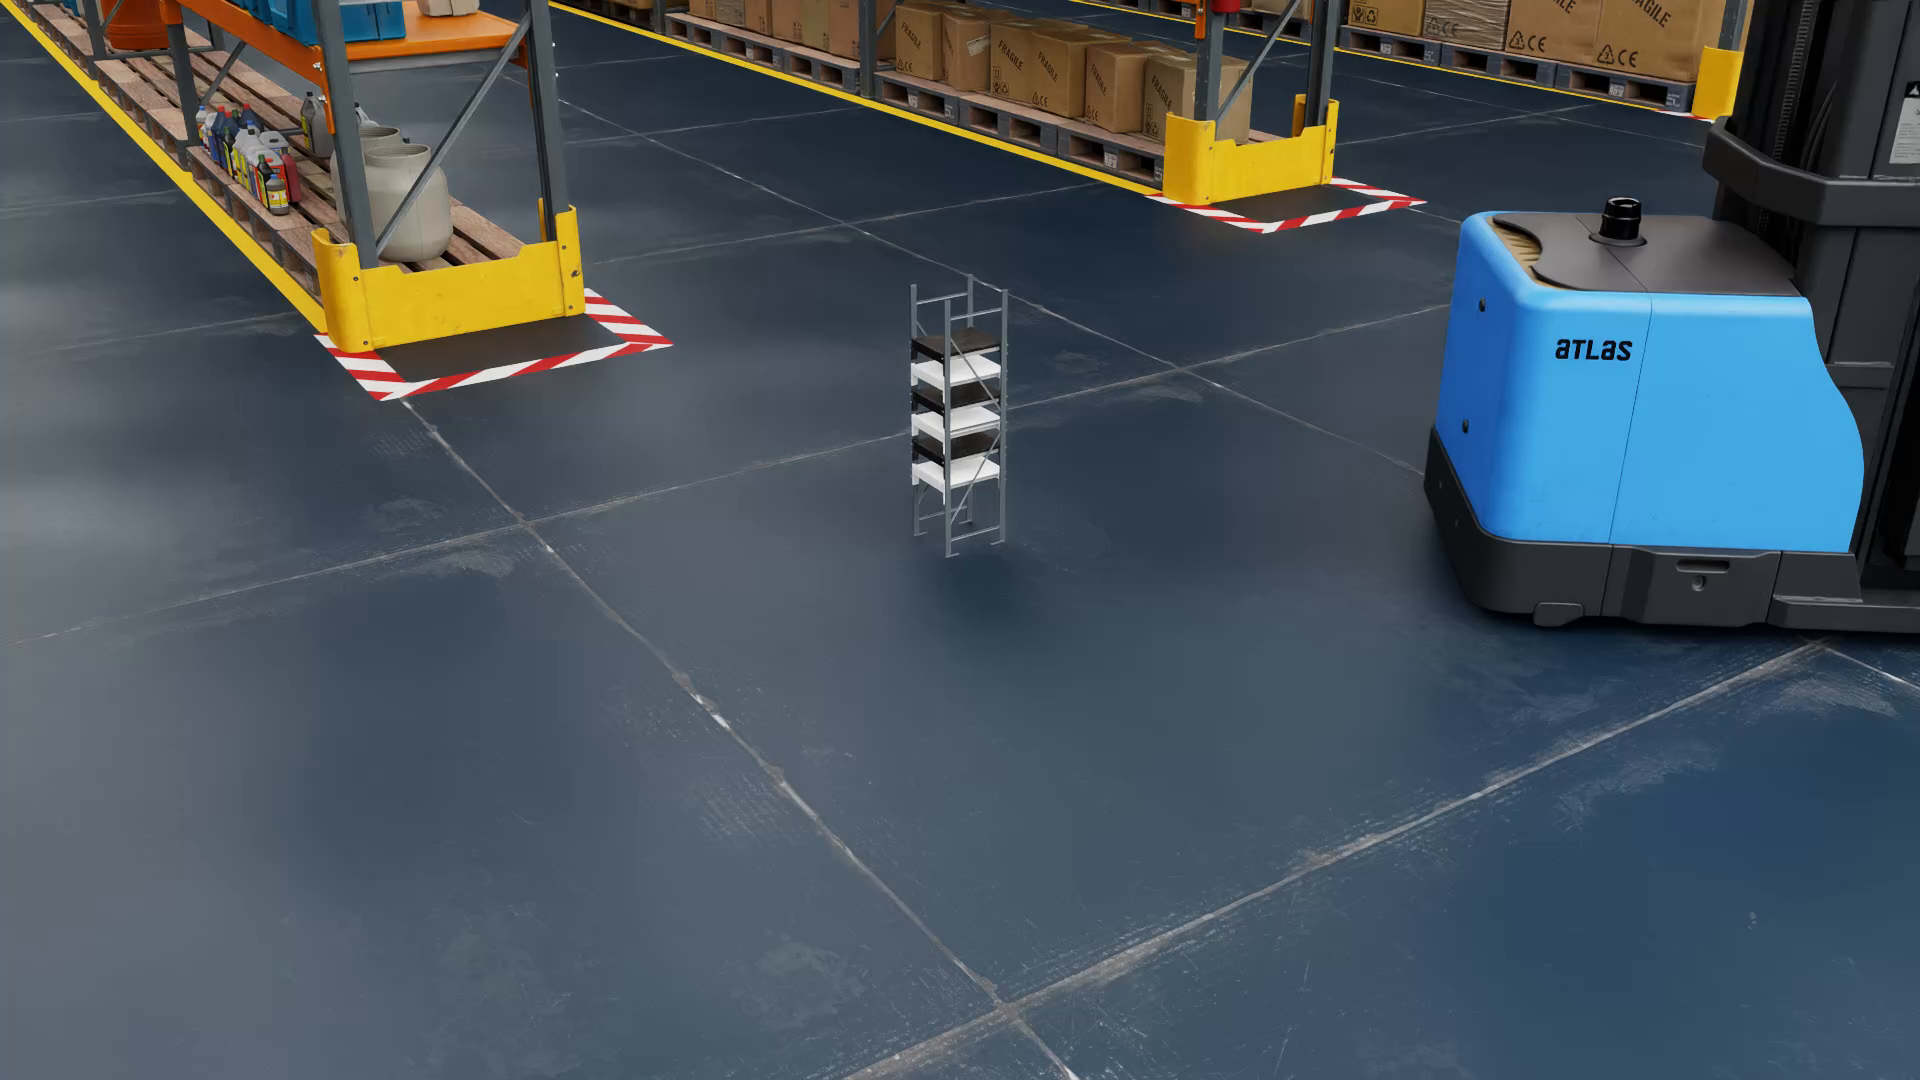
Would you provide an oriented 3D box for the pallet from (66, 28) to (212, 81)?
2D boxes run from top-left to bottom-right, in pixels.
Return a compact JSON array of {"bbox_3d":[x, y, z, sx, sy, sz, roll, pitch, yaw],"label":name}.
[{"bbox_3d":[-7.137,-4.248,14.500,1.003,0.211,1.213,-16,29,-30],"label":"pallet"}]

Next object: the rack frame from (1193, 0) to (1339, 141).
[{"bbox_3d":[1.845,-3.529,9.712,1.000,3.000,0.127,-16,29,-30],"label":"rack frame"}]

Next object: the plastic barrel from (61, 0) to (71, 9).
[{"bbox_3d":[-8.573,-5.709,16.297,0.600,0.901,0.708,-16,29,-30],"label":"plastic barrel"}]

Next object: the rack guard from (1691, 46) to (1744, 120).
[{"bbox_3d":[6.069,-3.510,12.599,1.175,0.500,0.348,-16,29,-30],"label":"rack guard"}]

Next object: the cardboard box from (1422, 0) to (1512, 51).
[{"bbox_3d":[4.653,-4.746,14.286,0.875,0.875,0.875,-15,29,-29],"label":"cardboard box"}]

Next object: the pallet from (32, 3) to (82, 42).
[{"bbox_3d":[-8.469,-5.120,16.349,1.003,0.211,1.213,-16,29,-30],"label":"pallet"}]

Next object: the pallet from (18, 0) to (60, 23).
[{"bbox_3d":[-9.289,-5.660,17.492,1.003,0.211,1.213,-16,29,-30],"label":"pallet"}]

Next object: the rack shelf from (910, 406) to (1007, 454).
[{"bbox_3d":[-0.004,-0.380,5.578,0.258,0.077,0.200,-16,29,-30],"label":"rack shelf"}]

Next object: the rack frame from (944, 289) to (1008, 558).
[{"bbox_3d":[0.051,-0.373,5.487,0.240,0.900,0.006,-16,29,-30],"label":"rack frame"}]

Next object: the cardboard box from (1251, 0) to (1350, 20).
[{"bbox_3d":[3.458,-5.453,15.931,1.050,0.750,0.750,-16,29,-30],"label":"cardboard box"}]

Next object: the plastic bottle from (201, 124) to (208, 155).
[{"bbox_3d":[-4.626,-2.487,10.266,0.097,0.201,0.097,0,25,0],"label":"plastic bottle"}]

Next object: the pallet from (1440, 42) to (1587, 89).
[{"bbox_3d":[4.892,-4.092,14.170,1.003,0.211,1.213,-16,29,-30],"label":"pallet"}]

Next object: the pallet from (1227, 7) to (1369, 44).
[{"bbox_3d":[3.388,-5.077,16.257,1.003,0.211,1.213,-16,29,-30],"label":"pallet"}]

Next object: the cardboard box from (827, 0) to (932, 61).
[{"bbox_3d":[-0.655,-4.253,13.658,0.700,0.500,0.500,-18,31,-33],"label":"cardboard box"}]

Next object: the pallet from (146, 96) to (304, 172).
[{"bbox_3d":[-4.949,-2.816,11.469,1.003,0.211,1.213,-16,29,-30],"label":"pallet"}]

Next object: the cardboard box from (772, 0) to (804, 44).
[{"bbox_3d":[-1.206,-4.628,14.453,0.700,0.500,0.500,-18,31,-34],"label":"cardboard box"}]

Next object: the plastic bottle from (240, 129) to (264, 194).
[{"bbox_3d":[-3.958,-2.135,9.347,0.144,0.351,0.185,-14,29,-27],"label":"plastic bottle"}]

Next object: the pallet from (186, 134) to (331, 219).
[{"bbox_3d":[-4.156,-2.295,10.363,1.003,0.211,1.213,-16,29,-30],"label":"pallet"}]

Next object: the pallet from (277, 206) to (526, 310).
[{"bbox_3d":[-2.824,-1.422,8.515,1.003,0.211,1.213,-16,29,-30],"label":"pallet"}]

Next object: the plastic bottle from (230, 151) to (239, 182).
[{"bbox_3d":[-4.157,-2.179,9.616,0.097,0.201,0.097,0,25,0],"label":"plastic bottle"}]

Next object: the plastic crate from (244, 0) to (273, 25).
[{"bbox_3d":[-3.178,-2.650,8.025,0.499,0.251,0.408,-16,29,-30],"label":"plastic crate"}]

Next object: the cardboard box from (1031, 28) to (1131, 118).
[{"bbox_3d":[0.838,-3.250,11.557,0.500,0.500,0.500,-13,28,-25],"label":"cardboard box"}]

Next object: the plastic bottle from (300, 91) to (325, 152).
[{"bbox_3d":[-4.016,-2.610,10.352,0.144,0.351,0.185,-16,29,-30],"label":"plastic bottle"}]

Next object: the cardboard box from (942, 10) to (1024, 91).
[{"bbox_3d":[0.166,-3.664,12.434,0.500,0.500,0.500,-6,26,-13],"label":"cardboard box"}]

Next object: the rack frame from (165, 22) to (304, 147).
[{"bbox_3d":[-4.488,-3.806,10.298,1.000,3.000,0.127,-16,29,-30],"label":"rack frame"}]

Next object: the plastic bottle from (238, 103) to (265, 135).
[{"bbox_3d":[-4.274,-2.455,10.024,0.144,0.351,0.185,-16,29,-30],"label":"plastic bottle"}]

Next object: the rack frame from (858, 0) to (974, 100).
[{"bbox_3d":[-0.338,-4.960,12.743,1.000,3.000,0.127,-16,29,-30],"label":"rack frame"}]

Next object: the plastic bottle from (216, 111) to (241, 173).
[{"bbox_3d":[-4.292,-2.354,9.810,0.144,0.351,0.185,-17,30,-32],"label":"plastic bottle"}]

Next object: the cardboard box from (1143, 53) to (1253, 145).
[{"bbox_3d":[1.519,-2.816,10.637,0.500,0.500,0.500,-10,27,-20],"label":"cardboard box"}]

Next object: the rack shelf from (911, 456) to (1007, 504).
[{"bbox_3d":[-0.004,-0.217,5.655,0.258,0.077,0.200,-16,29,-30],"label":"rack shelf"}]

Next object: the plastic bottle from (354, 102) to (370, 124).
[{"bbox_3d":[-3.614,-2.459,10.033,0.144,0.351,0.185,-16,29,-30],"label":"plastic bottle"}]

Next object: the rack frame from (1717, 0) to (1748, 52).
[{"bbox_3d":[6.056,-4.649,12.084,1.000,3.000,0.127,-16,29,-30],"label":"rack frame"}]

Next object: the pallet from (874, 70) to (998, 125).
[{"bbox_3d":[0.058,-3.467,12.847,1.003,0.211,1.213,-16,29,-30],"label":"pallet"}]

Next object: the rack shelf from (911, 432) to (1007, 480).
[{"bbox_3d":[-0.004,-0.298,5.617,0.258,0.077,0.200,-16,29,-30],"label":"rack shelf"}]

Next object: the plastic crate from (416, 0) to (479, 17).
[{"bbox_3d":[-2.523,-2.651,8.160,0.298,0.136,0.250,-16,29,-30],"label":"plastic crate"}]

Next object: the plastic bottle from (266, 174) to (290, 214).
[{"bbox_3d":[-3.674,-1.863,8.945,0.097,0.201,0.097,0,25,0],"label":"plastic bottle"}]

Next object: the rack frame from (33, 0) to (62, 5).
[{"bbox_3d":[-8.855,-6.667,16.359,1.000,3.000,0.127,-16,29,-30],"label":"rack frame"}]

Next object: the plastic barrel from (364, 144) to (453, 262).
[{"bbox_3d":[-2.728,-1.657,8.169,0.421,0.512,0.421,0,25,0],"label":"plastic barrel"}]

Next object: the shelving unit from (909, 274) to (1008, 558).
[{"bbox_3d":[-0.004,-0.410,5.564,0.258,0.900,0.210,-16,29,-30],"label":"shelving unit"}]

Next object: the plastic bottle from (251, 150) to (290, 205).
[{"bbox_3d":[-3.789,-1.993,9.134,0.152,0.276,0.135,-15,29,-29],"label":"plastic bottle"}]

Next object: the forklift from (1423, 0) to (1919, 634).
[{"bbox_3d":[3.135,-1.206,4.871,3.031,2.935,1.130,2,25,5],"label":"forklift"}]

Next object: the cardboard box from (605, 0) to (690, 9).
[{"bbox_3d":[-2.881,-5.871,16.670,1.225,0.875,0.875,-17,30,-32],"label":"cardboard box"}]

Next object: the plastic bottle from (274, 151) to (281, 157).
[{"bbox_3d":[-3.881,-2.111,9.471,0.097,0.201,0.097,0,25,0],"label":"plastic bottle"}]

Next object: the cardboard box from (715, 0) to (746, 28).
[{"bbox_3d":[-1.826,-5.029,15.301,0.700,0.500,0.500,-18,31,-34],"label":"cardboard box"}]

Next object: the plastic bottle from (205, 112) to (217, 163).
[{"bbox_3d":[-4.482,-2.447,10.096,0.152,0.276,0.135,-14,29,-28],"label":"plastic bottle"}]

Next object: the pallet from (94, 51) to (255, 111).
[{"bbox_3d":[-6.281,-3.689,13.317,1.003,0.211,1.213,-16,29,-30],"label":"pallet"}]

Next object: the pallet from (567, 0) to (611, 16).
[{"bbox_3d":[-3.551,-5.865,17.927,1.003,0.211,1.213,-16,29,-30],"label":"pallet"}]

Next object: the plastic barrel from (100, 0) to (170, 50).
[{"bbox_3d":[-6.953,-4.616,14.064,0.600,0.830,0.708,-16,29,-30],"label":"plastic barrel"}]

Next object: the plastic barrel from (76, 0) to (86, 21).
[{"bbox_3d":[-7.953,-5.057,15.371,0.421,0.512,0.421,0,25,0],"label":"plastic barrel"}]

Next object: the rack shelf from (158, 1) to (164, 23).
[{"bbox_3d":[-5.580,-4.196,11.967,1.077,0.370,4.000,-16,29,-30],"label":"rack shelf"}]

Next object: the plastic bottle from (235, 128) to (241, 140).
[{"bbox_3d":[-4.180,-2.274,9.734,0.097,0.271,0.097,0,25,0],"label":"plastic bottle"}]

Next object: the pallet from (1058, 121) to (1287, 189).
[{"bbox_3d":[1.390,-2.594,10.998,1.003,0.211,1.213,-16,29,-30],"label":"pallet"}]

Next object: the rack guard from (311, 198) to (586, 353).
[{"bbox_3d":[-2.385,-1.261,7.835,1.175,0.500,0.348,-16,29,-30],"label":"rack guard"}]

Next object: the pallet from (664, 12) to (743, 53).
[{"bbox_3d":[-2.096,-4.850,15.776,1.003,0.211,1.213,-16,29,-30],"label":"pallet"}]

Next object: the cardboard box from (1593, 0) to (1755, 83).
[{"bbox_3d":[5.631,-4.105,12.929,0.875,0.875,0.875,-15,29,-29],"label":"cardboard box"}]
